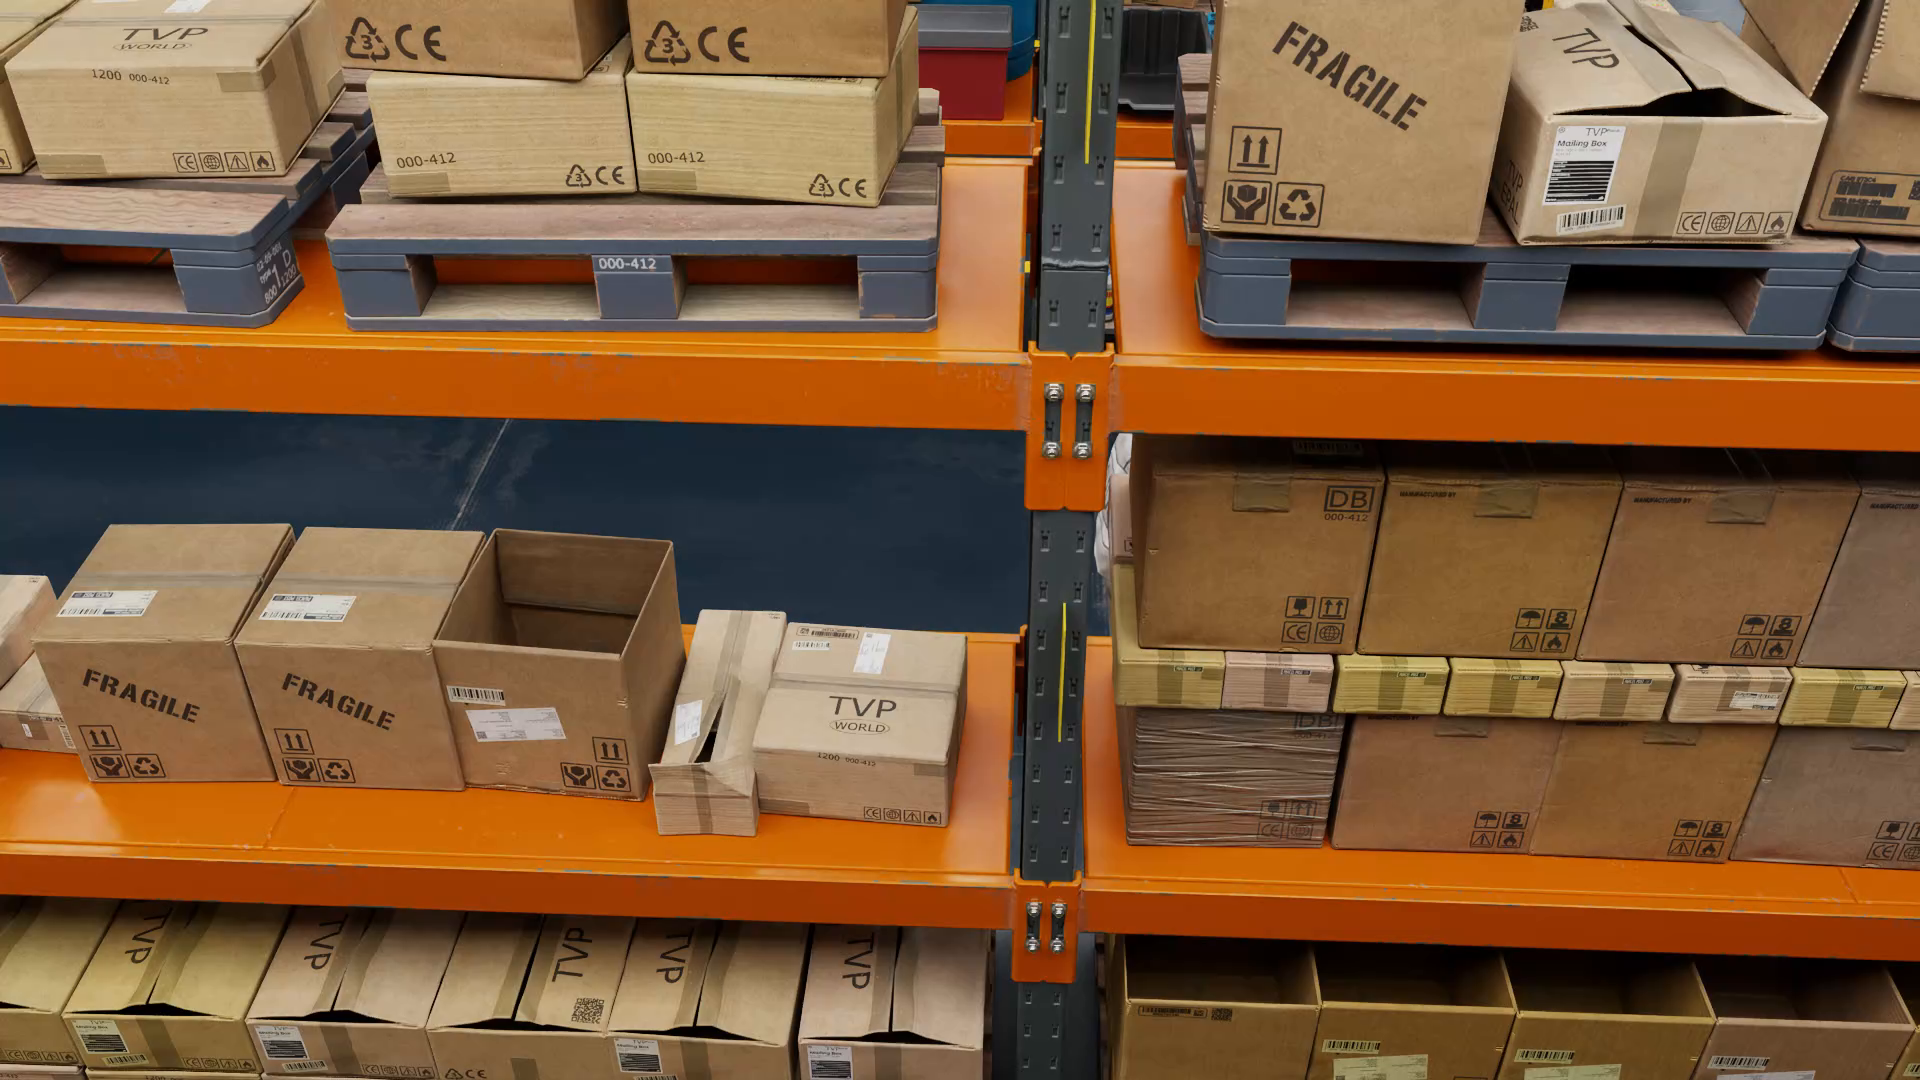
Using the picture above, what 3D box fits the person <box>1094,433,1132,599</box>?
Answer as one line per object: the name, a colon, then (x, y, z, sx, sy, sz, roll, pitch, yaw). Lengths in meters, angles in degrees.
person: (0.673, 0.090, 6.020, 0.376, 1.662, 0.542, 0, 36, 0)
